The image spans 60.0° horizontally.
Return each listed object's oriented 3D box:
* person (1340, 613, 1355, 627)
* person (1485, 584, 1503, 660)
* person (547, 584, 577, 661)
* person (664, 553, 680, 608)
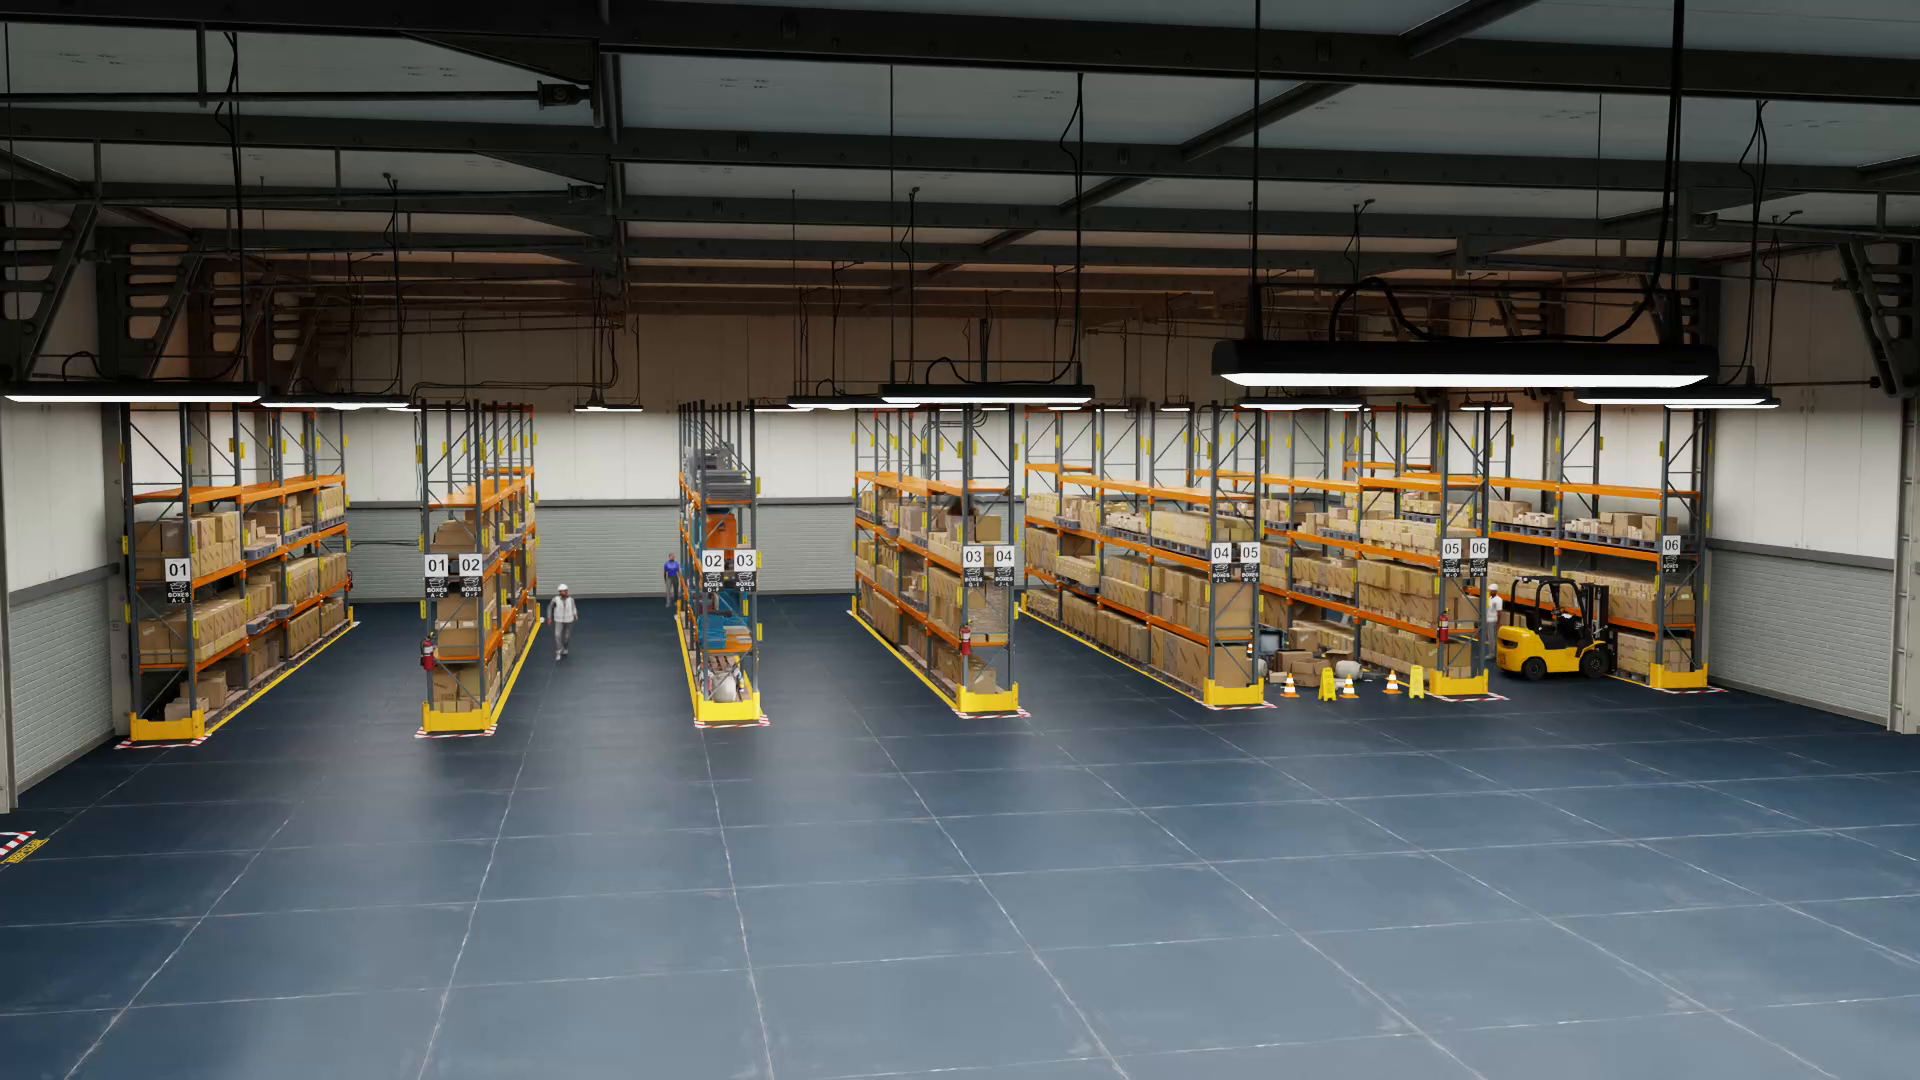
[{"bbox_3d":[10.342,1.520,44.614,0.689,1.681,0.607,0,4,-2],"label":"person"},{"bbox_3d":[12.454,1.910,38.940,0.443,1.772,0.602,1,4,14],"label":"person"},{"bbox_3d":[-9.358,1.914,39.160,0.703,1.757,0.982,-1,4,-10],"label":"person"},{"bbox_3d":[-8.514,1.212,49.264,0.513,1.542,1.006,-1,4,-7],"label":"person"}]
